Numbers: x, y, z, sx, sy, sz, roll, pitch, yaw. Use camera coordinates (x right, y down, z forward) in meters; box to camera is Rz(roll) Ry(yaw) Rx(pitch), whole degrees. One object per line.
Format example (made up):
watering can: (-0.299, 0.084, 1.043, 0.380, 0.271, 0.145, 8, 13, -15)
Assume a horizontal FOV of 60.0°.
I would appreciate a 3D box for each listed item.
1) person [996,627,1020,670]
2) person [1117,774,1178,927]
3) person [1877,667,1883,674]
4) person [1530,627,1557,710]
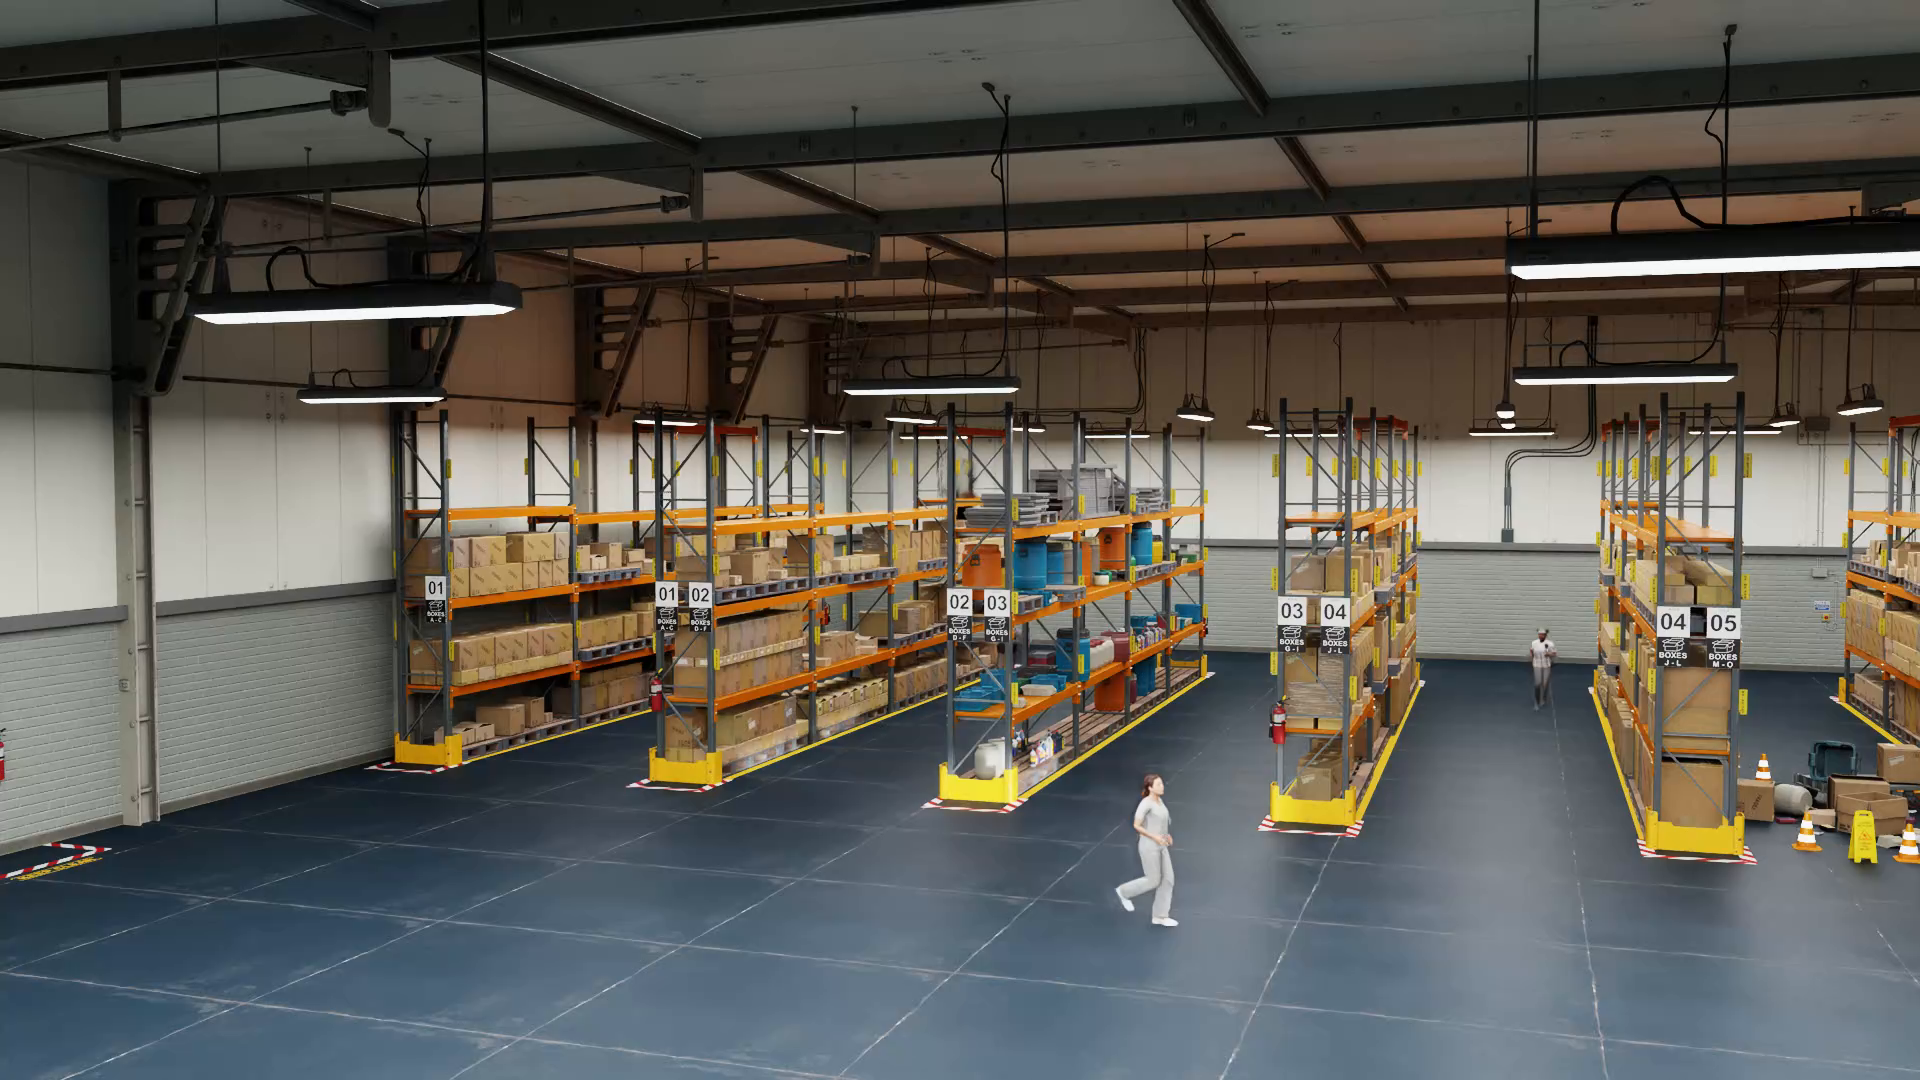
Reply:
person: (1.046, 2.559, 36.881, 0.641, 1.771, 0.750, 1, 3, 18)
person: (2.089, 3.388, 18.324, 0.752, 1.643, 0.563, 2, 3, 37)
person: (20.401, 2.605, 36.507, 0.683, 1.684, 0.738, -2, 3, -40)
person: (12.154, 2.691, 34.642, 0.546, 1.764, 0.747, 1, 3, 22)
